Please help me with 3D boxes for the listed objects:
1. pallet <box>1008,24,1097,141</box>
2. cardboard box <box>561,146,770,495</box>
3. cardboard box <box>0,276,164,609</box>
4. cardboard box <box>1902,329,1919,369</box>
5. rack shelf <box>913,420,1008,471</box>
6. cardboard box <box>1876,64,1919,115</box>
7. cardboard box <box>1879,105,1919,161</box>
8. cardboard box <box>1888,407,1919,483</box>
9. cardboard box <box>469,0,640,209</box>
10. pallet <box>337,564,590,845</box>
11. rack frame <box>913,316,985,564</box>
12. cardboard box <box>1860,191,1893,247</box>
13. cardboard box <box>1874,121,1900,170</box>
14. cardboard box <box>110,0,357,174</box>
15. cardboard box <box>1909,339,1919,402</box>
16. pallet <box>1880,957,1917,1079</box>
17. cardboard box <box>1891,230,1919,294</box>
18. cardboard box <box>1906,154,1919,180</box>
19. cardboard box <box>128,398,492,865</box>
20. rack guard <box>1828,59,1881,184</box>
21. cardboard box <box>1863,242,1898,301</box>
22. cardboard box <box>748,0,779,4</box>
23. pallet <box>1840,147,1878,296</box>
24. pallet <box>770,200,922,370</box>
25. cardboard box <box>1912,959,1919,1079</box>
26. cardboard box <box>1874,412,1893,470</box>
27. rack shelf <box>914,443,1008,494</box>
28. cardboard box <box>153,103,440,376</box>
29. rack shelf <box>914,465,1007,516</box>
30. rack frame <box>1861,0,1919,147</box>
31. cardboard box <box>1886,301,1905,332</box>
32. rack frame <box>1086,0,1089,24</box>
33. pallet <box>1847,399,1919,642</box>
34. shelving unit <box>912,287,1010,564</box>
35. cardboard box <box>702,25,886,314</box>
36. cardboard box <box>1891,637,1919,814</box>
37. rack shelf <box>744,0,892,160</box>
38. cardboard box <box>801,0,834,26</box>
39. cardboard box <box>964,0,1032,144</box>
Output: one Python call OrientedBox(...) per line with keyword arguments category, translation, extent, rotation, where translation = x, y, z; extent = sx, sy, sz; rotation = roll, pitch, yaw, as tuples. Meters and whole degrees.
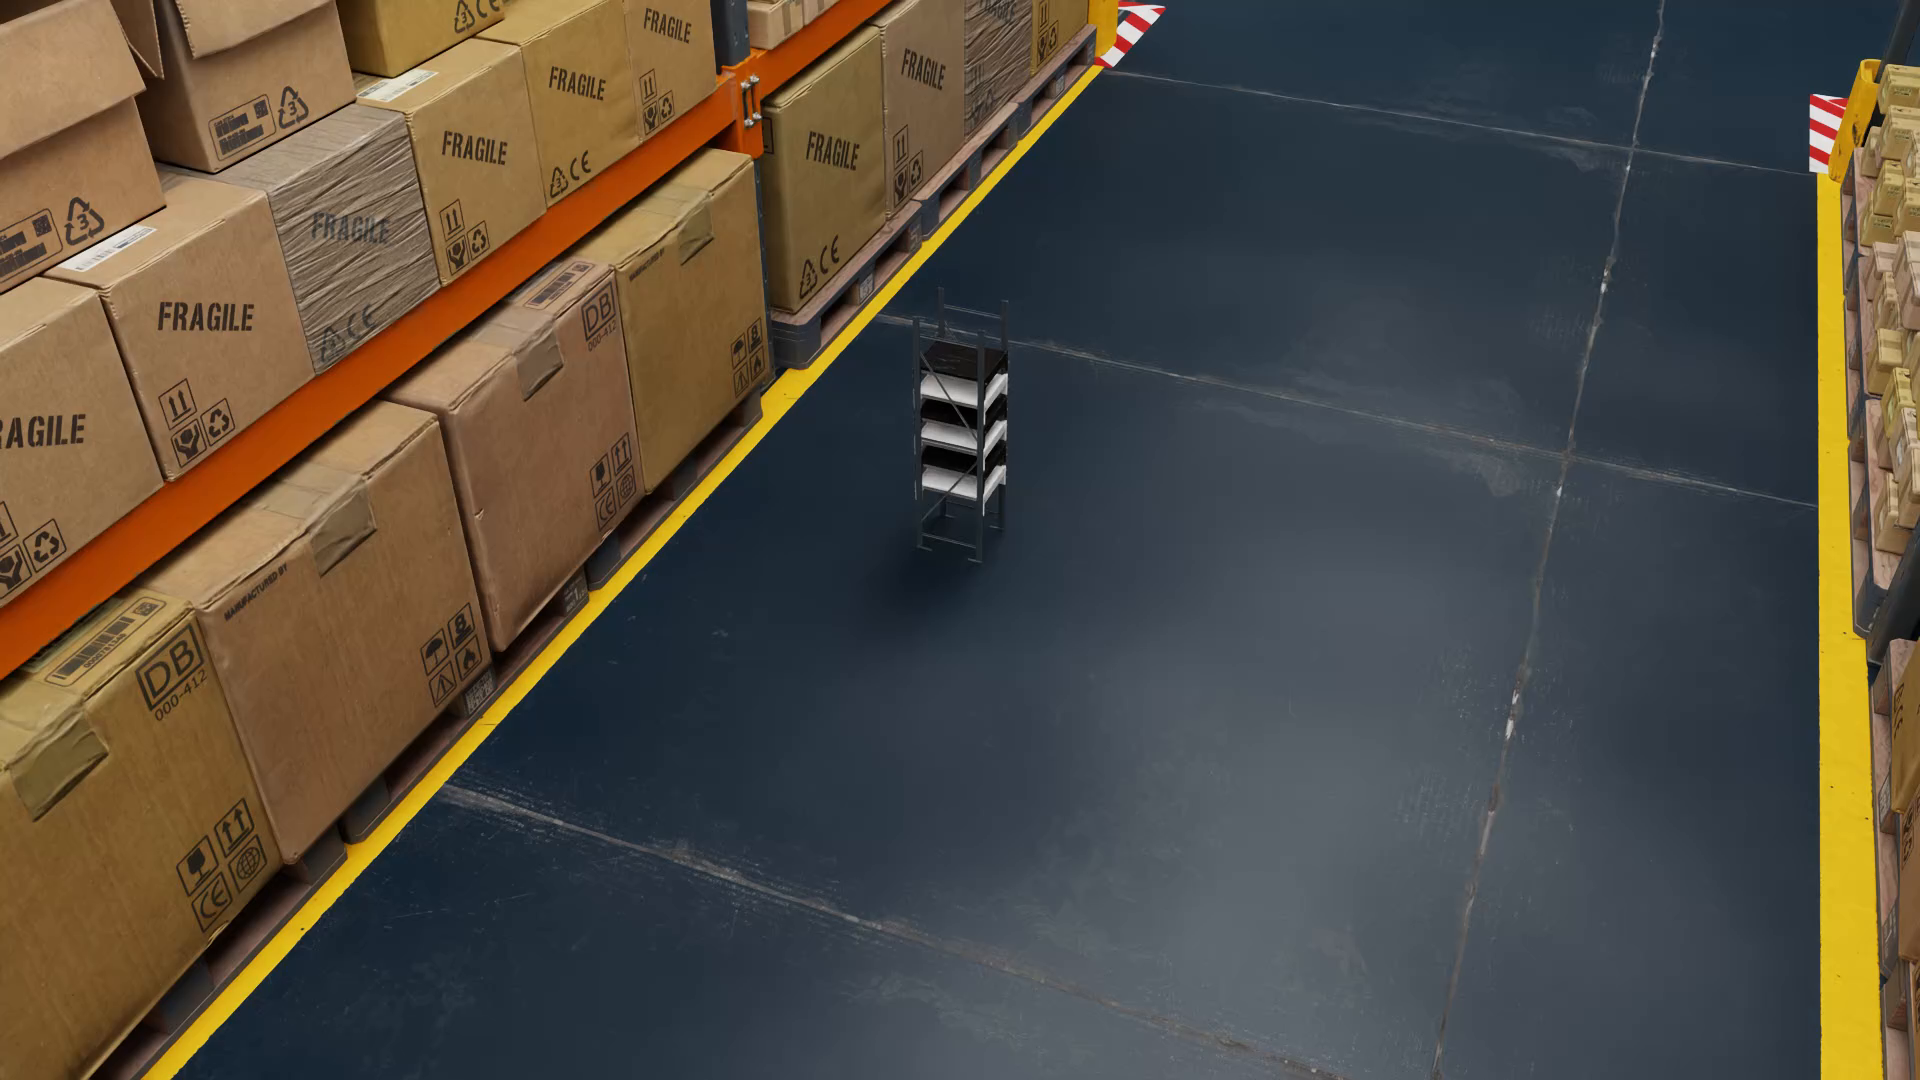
OrientedBox(category="pallet", translation=(0.076, -2.553, 8.990), extent=(1.003, 0.211, 1.213), rotation=(14, 39, 18))
OrientedBox(category="cardboard box", translation=(-1.439, -0.874, 5.838), extent=(1.225, 0.875, 0.875), rotation=(14, 39, 18))
OrientedBox(category="cardboard box", translation=(-2.105, -0.235, 3.475), extent=(0.500, 0.500, 0.500), rotation=(13, 39, 17))
OrientedBox(category="cardboard box", translation=(3.602, -0.690, 5.949), extent=(0.380, 0.149, 0.250), rotation=(15, 39, 19))
OrientedBox(category="rack shelf", translation=(0.003, -0.338, 5.507), extent=(0.258, 0.077, 0.200), rotation=(14, 39, 18))
OrientedBox(category="cardboard box", translation=(4.343, -1.997, 7.450), extent=(0.380, 0.149, 0.250), rotation=(12, 38, 16))
OrientedBox(category="cardboard box", translation=(4.135, -1.706, 7.061), extent=(0.380, 0.149, 0.250), rotation=(14, 39, 18))
OrientedBox(category="cardboard box", translation=(3.252, -0.275, 5.395), extent=(0.380, 0.149, 0.250), rotation=(12, 38, 16))
OrientedBox(category="cardboard box", translation=(-1.334, -1.363, 4.984), extent=(0.500, 0.500, 0.500), rotation=(15, 39, 19))
OrientedBox(category="pallet", translation=(-1.901, 0.323, 5.141), extent=(1.003, 0.211, 1.213), rotation=(14, 39, 18))
OrientedBox(category="rack frame", translation=(-0.036, -0.309, 5.411), extent=(0.240, 0.900, 0.006), rotation=(14, 39, 18))
OrientedBox(category="cardboard box", translation=(4.050, -1.335, 7.061), extent=(0.380, 0.149, 0.250), rotation=(14, 39, 18))
OrientedBox(category="cardboard box", translation=(4.263, -1.720, 7.328), extent=(0.380, 0.149, 0.250), rotation=(14, 39, 18))
OrientedBox(category="cardboard box", translation=(-1.943, -1.277, 4.032), extent=(0.797, 0.503, 0.637), rotation=(15, 39, 19))
OrientedBox(category="cardboard box", translation=(3.378, -0.541, 5.502), extent=(0.380, 0.149, 0.250), rotation=(13, 39, 17))
OrientedBox(category="pallet", translation=(2.577, 1.496, 3.572), extent=(1.003, 0.211, 1.213), rotation=(14, 39, 18))
OrientedBox(category="cardboard box", translation=(3.657, -0.990, 6.103), extent=(0.380, 0.149, 0.250), rotation=(13, 39, 16))
OrientedBox(category="cardboard box", translation=(4.003, -1.399, 6.650), extent=(0.380, 0.149, 0.250), rotation=(15, 39, 20))
OrientedBox(category="cardboard box", translation=(-2.108, 0.112, 4.518), extent=(1.225, 0.875, 0.875), rotation=(14, 39, 18))
OrientedBox(category="rack guard", translation=(4.827, -1.902, 7.876), extent=(1.175, 0.500, 0.348), rotation=(14, 39, 18))
OrientedBox(category="cardboard box", translation=(3.866, -1.054, 6.685), extent=(0.380, 0.149, 0.250), rotation=(12, 38, 16))
OrientedBox(category="cardboard box", translation=(-0.793, -2.176, 6.032), extent=(0.500, 0.250, 0.500), rotation=(13, 39, 17))
OrientedBox(category="pallet", translation=(4.486, -1.344, 7.372), extent=(1.003, 0.211, 1.213), rotation=(14, 39, 18))
OrientedBox(category="pallet", translation=(-0.852, -1.202, 7.182), extent=(1.003, 0.211, 1.213), rotation=(14, 39, 18))
OrientedBox(category="cardboard box", translation=(2.421, 1.038, 3.593), extent=(0.500, 0.500, 0.500), rotation=(15, 39, 19))
OrientedBox(category="cardboard box", translation=(3.386, -0.337, 5.726), extent=(0.380, 0.149, 0.250), rotation=(13, 39, 16))
OrientedBox(category="rack shelf", translation=(0.003, -0.266, 5.560), extent=(0.258, 0.077, 0.200), rotation=(14, 39, 18))
OrientedBox(category="cardboard box", translation=(-1.722, -0.795, 4.225), extent=(0.500, 0.500, 0.500), rotation=(14, 39, 18))
OrientedBox(category="rack shelf", translation=(0.003, -0.194, 5.614), extent=(0.258, 0.077, 0.200), rotation=(14, 39, 18))
OrientedBox(category="rack frame", translation=(4.856, -2.945, 7.184), extent=(1.000, 3.000, 0.127), rotation=(14, 39, 18))
OrientedBox(category="cardboard box", translation=(3.724, -0.753, 6.283), extent=(0.380, 0.149, 0.250), rotation=(15, 39, 19))
OrientedBox(category="rack frame", translation=(0.308, -4.131, 8.771), extent=(1.000, 3.000, 0.127), rotation=(14, 39, 18))
OrientedBox(category="pallet", translation=(3.557, 0.007, 5.565), extent=(1.003, 0.211, 1.213), rotation=(14, 39, 18))
OrientedBox(category="shelving unit", translation=(0.003, -0.365, 5.487), extent=(0.258, 0.900, 0.210), rotation=(14, 39, 18))
OrientedBox(category="cardboard box", translation=(-0.889, -1.580, 6.783), extent=(0.875, 0.875, 0.875), rotation=(14, 39, 18))
OrientedBox(category="cardboard box", translation=(2.808, 0.452, 4.378), extent=(0.500, 0.500, 0.500), rotation=(15, 39, 19))
OrientedBox(category="rack shelf", translation=(-0.453, -2.735, 7.505), extent=(1.077, 0.370, 4.000), rotation=(14, 39, 18))
OrientedBox(category="cardboard box", translation=(-0.694, -2.049, 6.195), extent=(0.380, 0.149, 0.250), rotation=(13, 39, 16))
OrientedBox(category="cardboard box", translation=(-0.208, -2.571, 8.109), extent=(0.875, 0.875, 0.875), rotation=(14, 39, 18))
